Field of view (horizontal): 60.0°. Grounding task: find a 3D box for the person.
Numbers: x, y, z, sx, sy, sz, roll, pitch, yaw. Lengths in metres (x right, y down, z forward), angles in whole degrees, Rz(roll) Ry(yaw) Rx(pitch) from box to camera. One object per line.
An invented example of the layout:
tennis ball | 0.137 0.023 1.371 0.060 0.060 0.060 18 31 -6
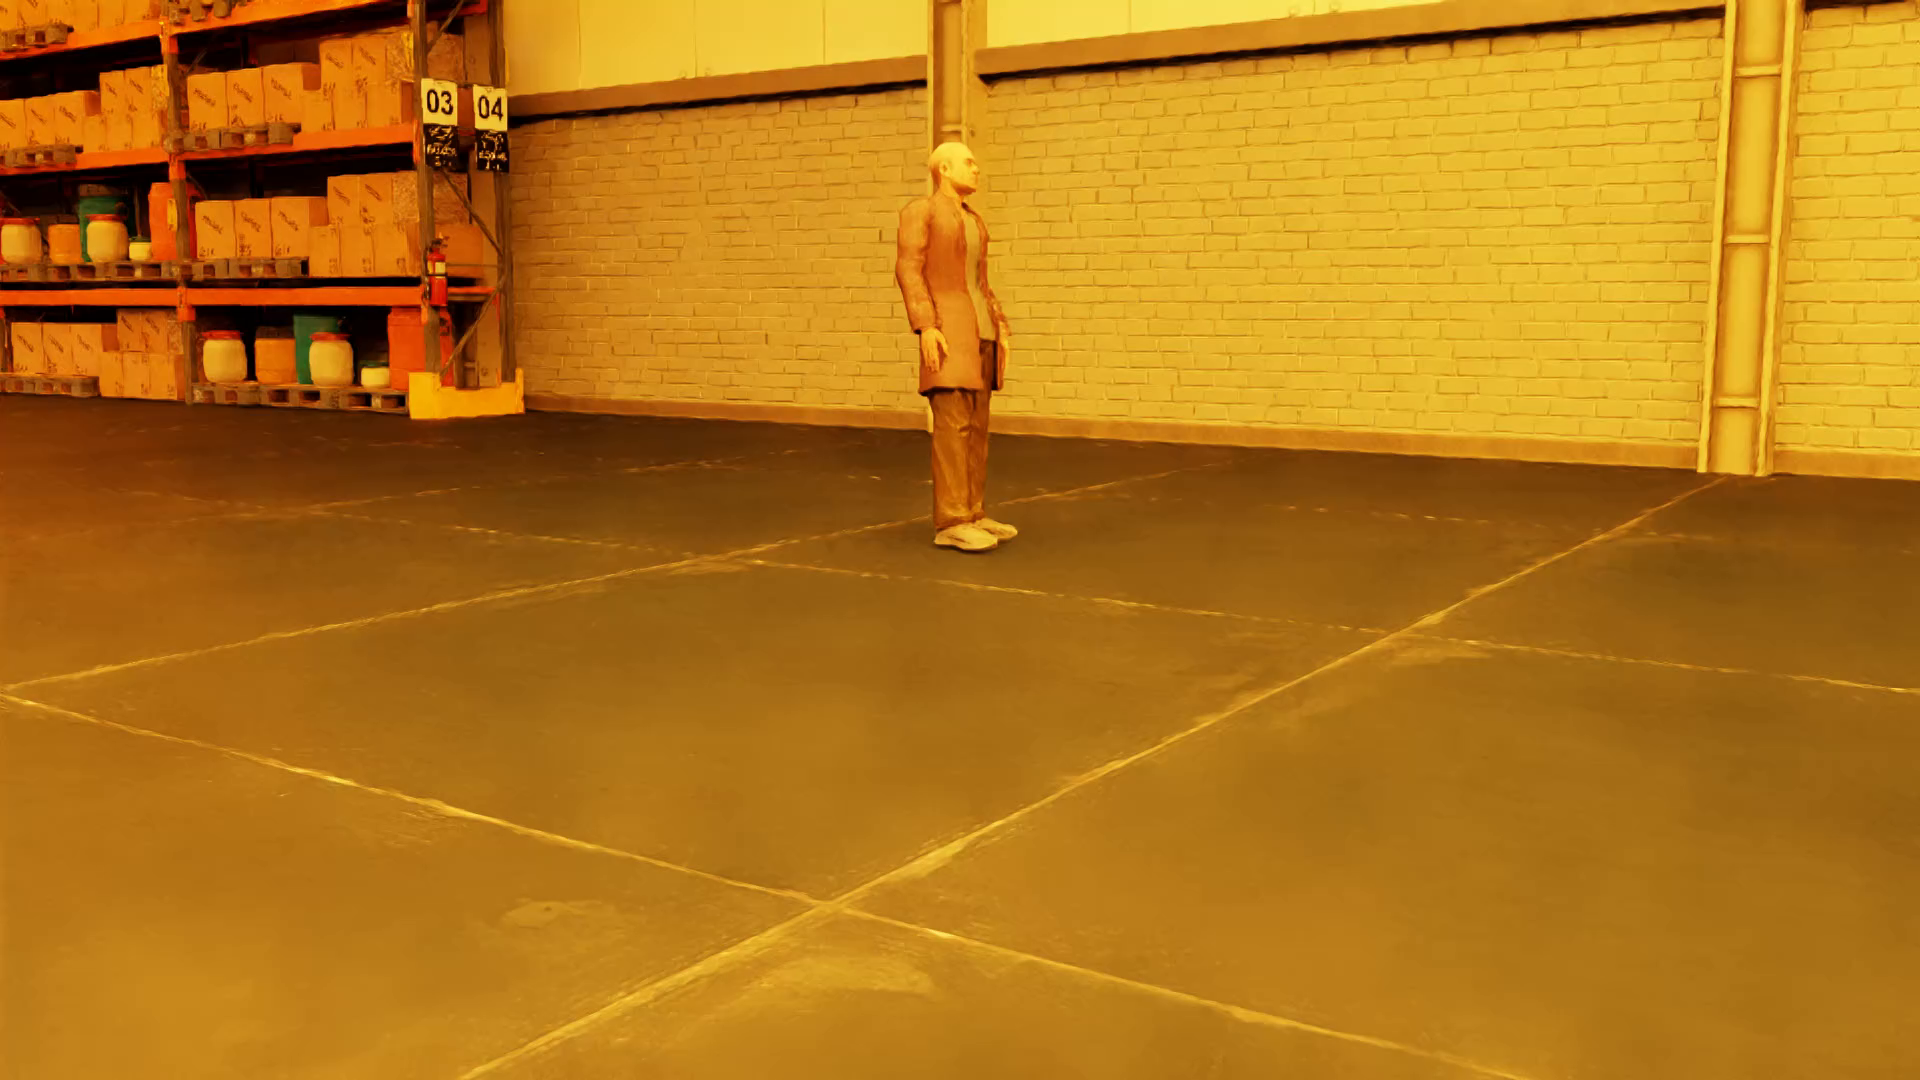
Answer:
person | 0.073 -0.879 7.423 0.580 1.776 0.694 5 10 34
